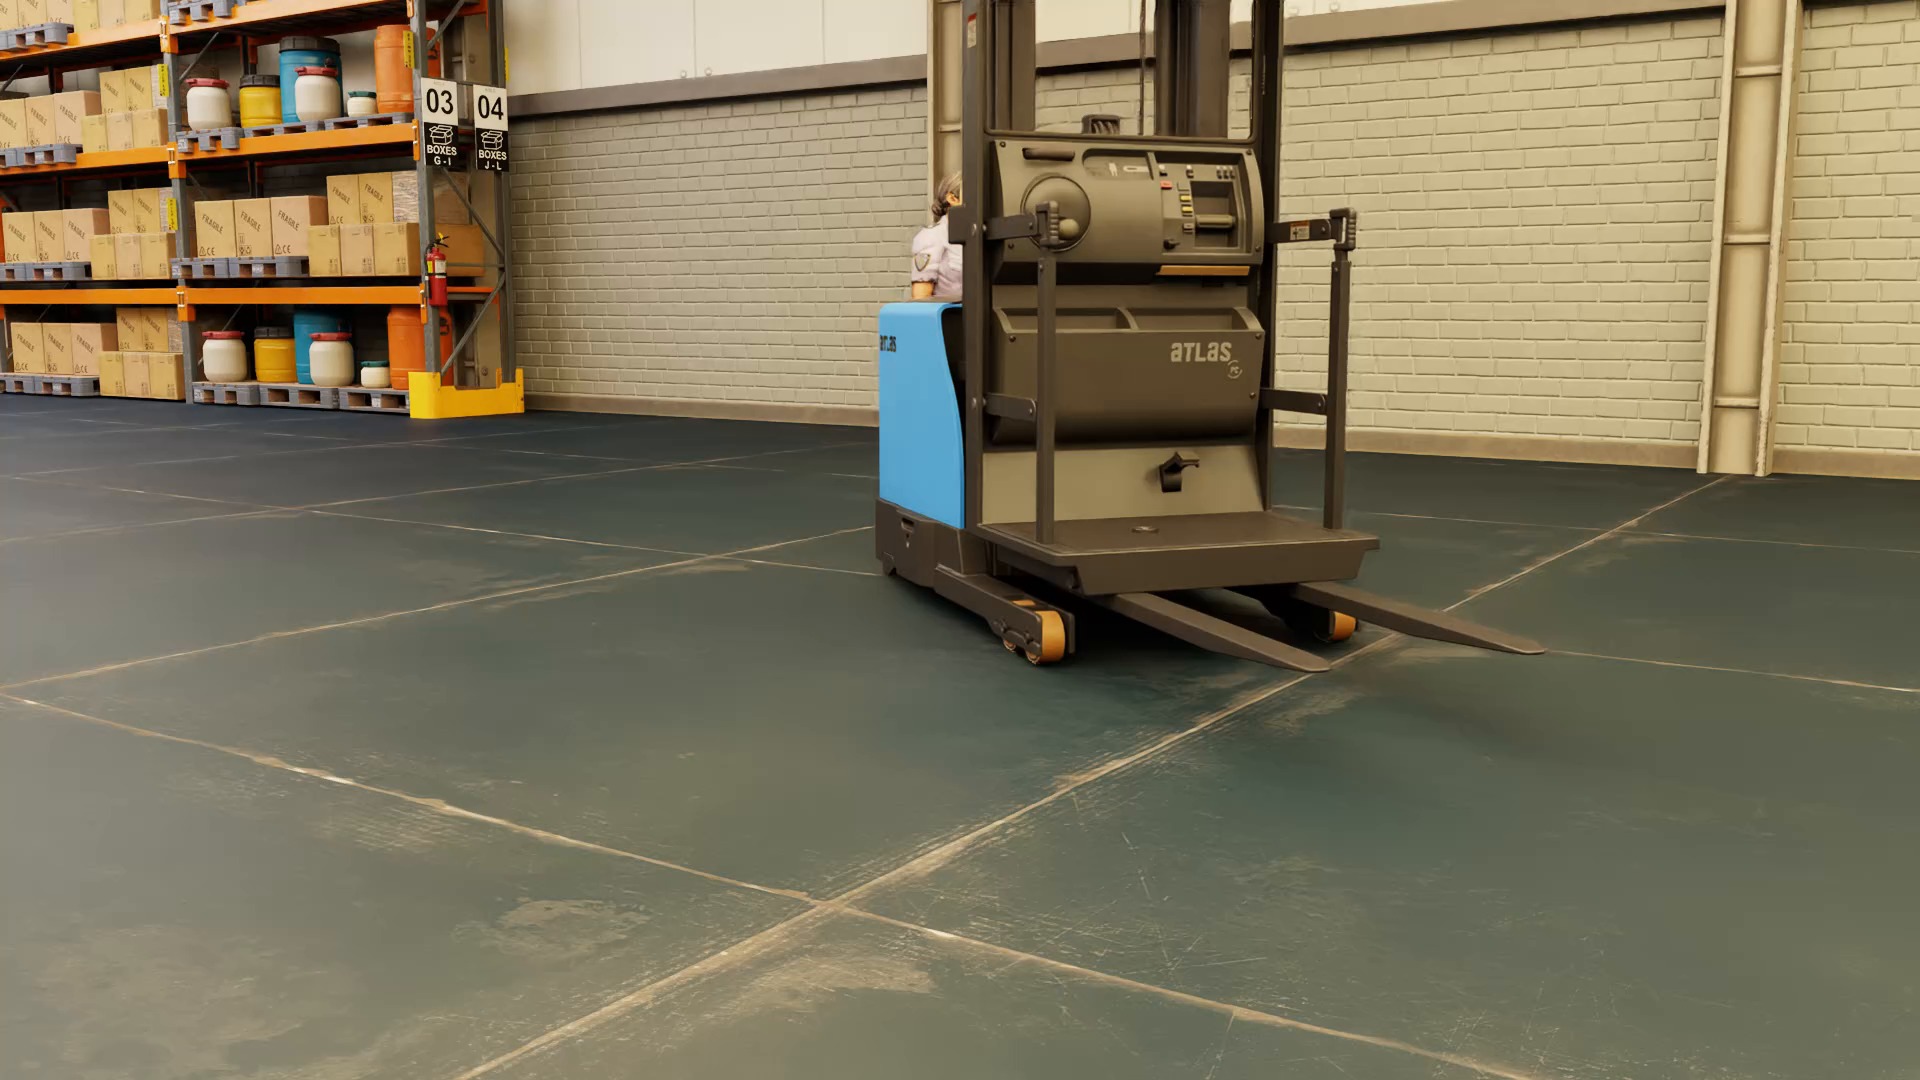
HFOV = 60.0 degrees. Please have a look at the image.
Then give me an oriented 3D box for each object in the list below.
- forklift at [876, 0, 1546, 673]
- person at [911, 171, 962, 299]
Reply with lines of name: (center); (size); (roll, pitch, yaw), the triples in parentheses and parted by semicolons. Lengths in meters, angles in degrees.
forklift: (0.632, -1.142, 5.226); (1.130, 2.935, 3.031); (-3, 9, -19)
person: (0.070, -0.812, 7.425); (0.501, 1.651, 0.611); (5, 10, 34)
